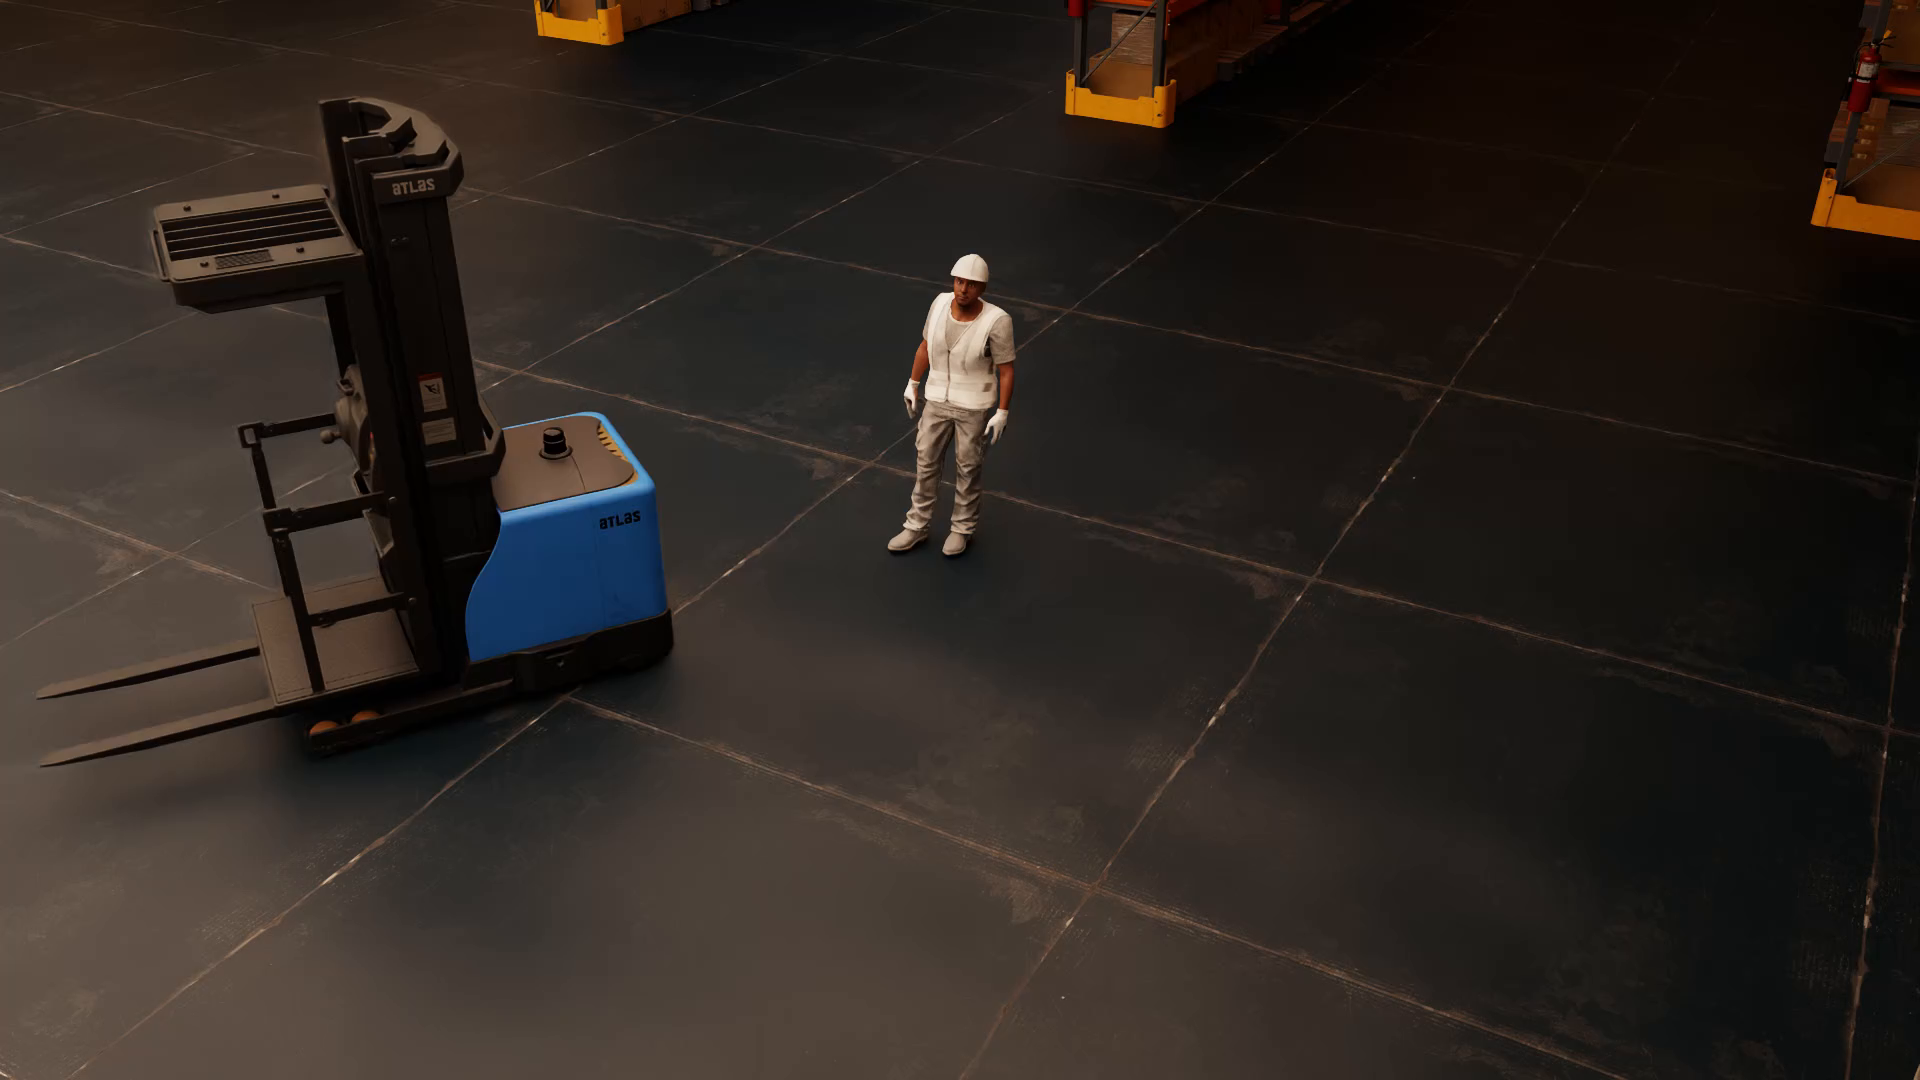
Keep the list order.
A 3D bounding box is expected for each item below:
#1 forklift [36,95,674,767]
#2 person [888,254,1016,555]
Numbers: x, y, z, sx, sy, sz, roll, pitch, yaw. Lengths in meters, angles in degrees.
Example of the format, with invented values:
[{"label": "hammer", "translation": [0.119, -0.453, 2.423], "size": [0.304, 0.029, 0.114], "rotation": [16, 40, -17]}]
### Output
[{"label": "forklift", "translation": [-3.081, -0.514, 7.961], "size": [3.031, 2.935, 1.130], "rotation": [-14, 33, -23]}, {"label": "person", "translation": [-0.042, -0.748, 9.502], "size": [0.656, 1.784, 0.575], "rotation": [15, 33, 25]}]
